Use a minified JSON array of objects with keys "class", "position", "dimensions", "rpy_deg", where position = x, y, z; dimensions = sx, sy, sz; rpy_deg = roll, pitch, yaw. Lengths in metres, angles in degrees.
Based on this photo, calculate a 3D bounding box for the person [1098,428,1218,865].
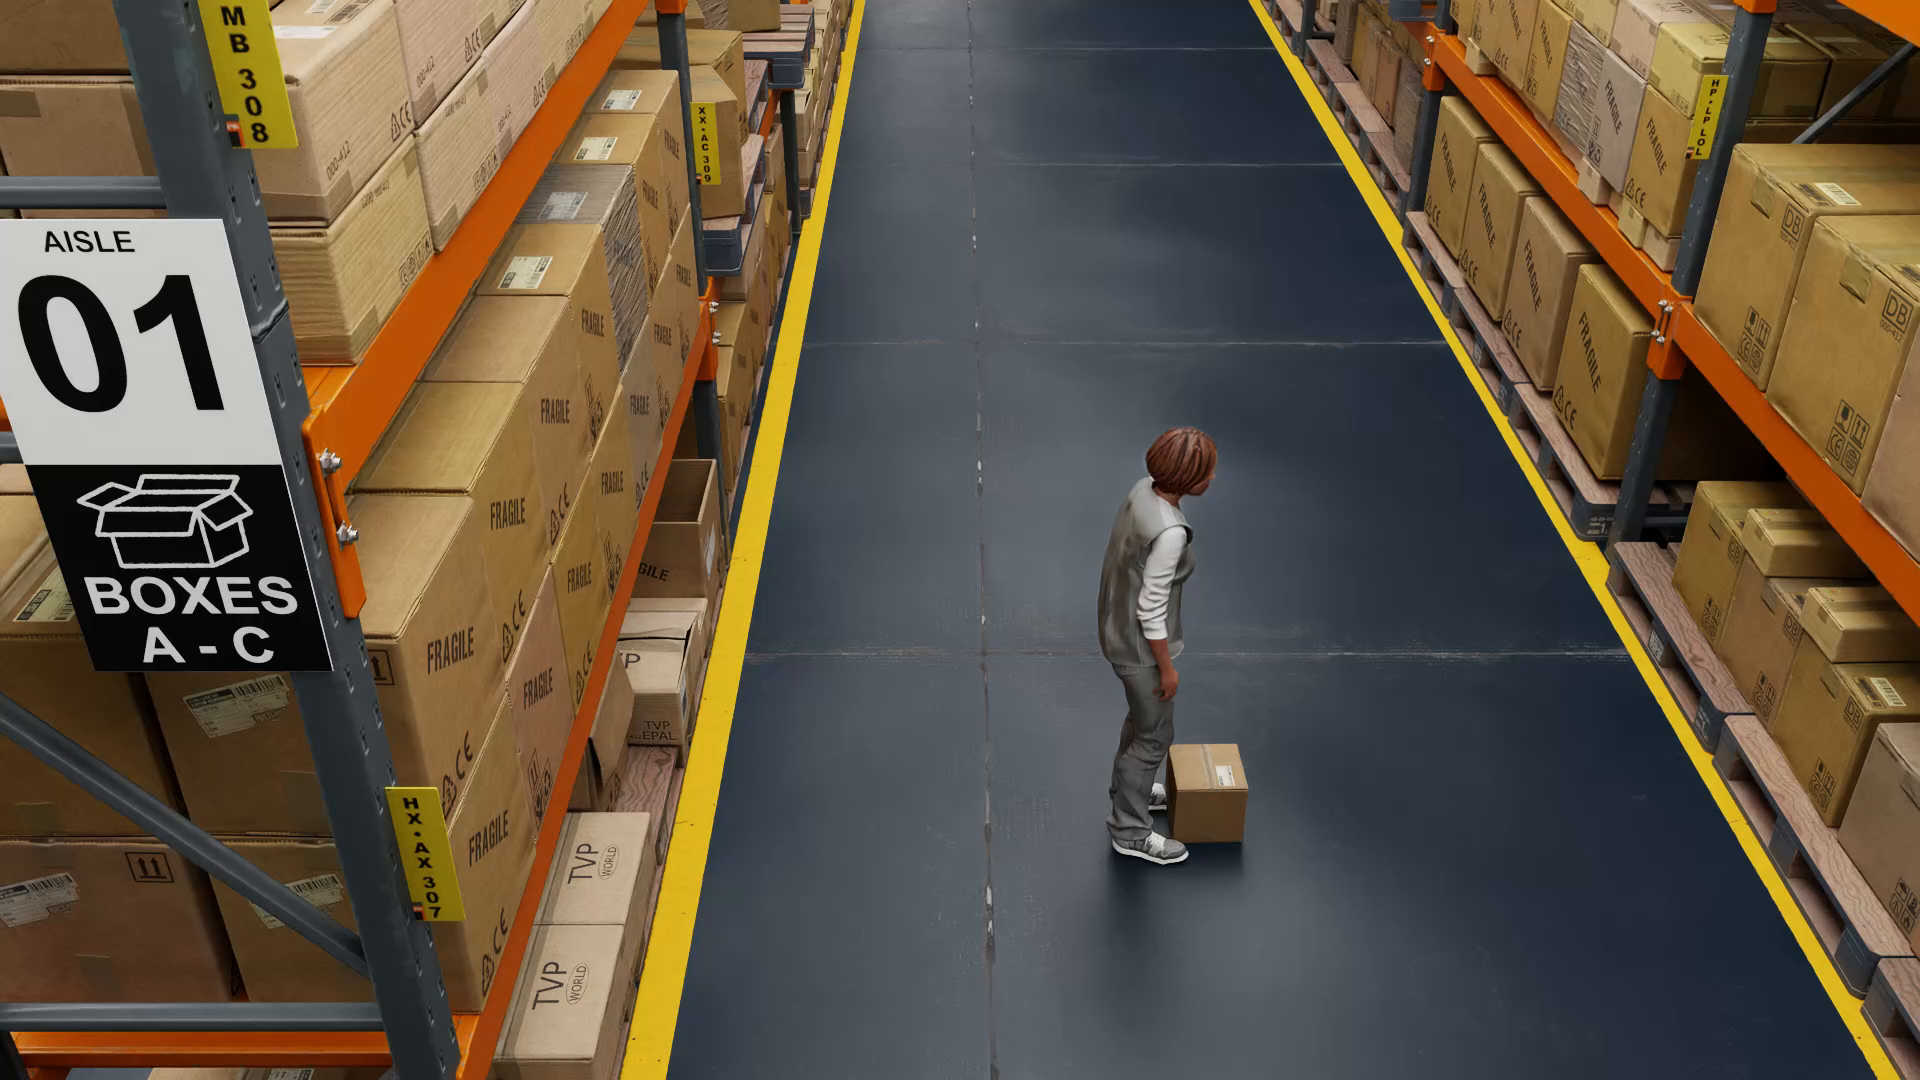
[{"class":"person","position":[0.649,0.348,5.599],"dimensions":[0.366,1.581,0.471],"rpy_deg":[-1,32,-1]}]
